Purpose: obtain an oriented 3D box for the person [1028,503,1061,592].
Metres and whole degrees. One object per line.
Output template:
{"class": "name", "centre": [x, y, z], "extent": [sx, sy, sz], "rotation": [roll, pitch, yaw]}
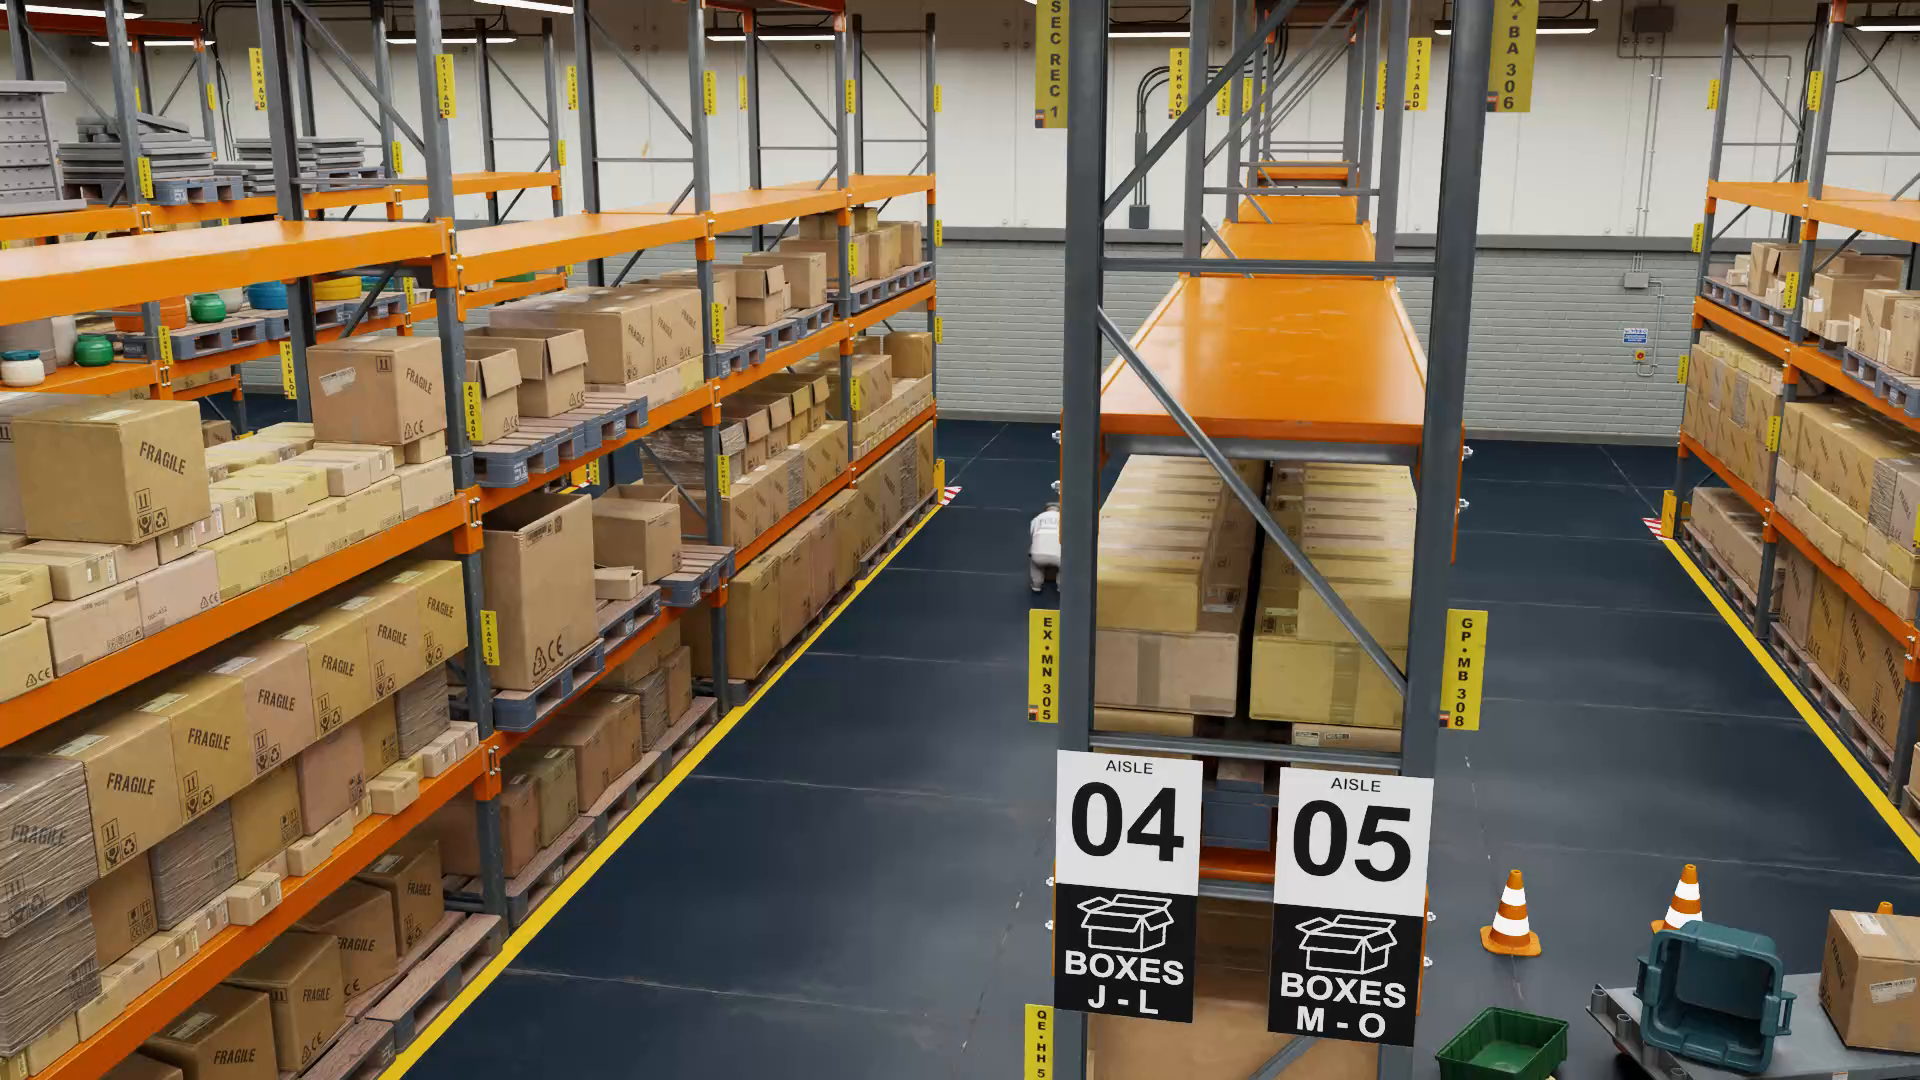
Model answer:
{"class": "person", "centre": [0.981, 0.115, 17.557], "extent": [0.532, 0.884, 0.998], "rotation": [3, 15, 10]}
